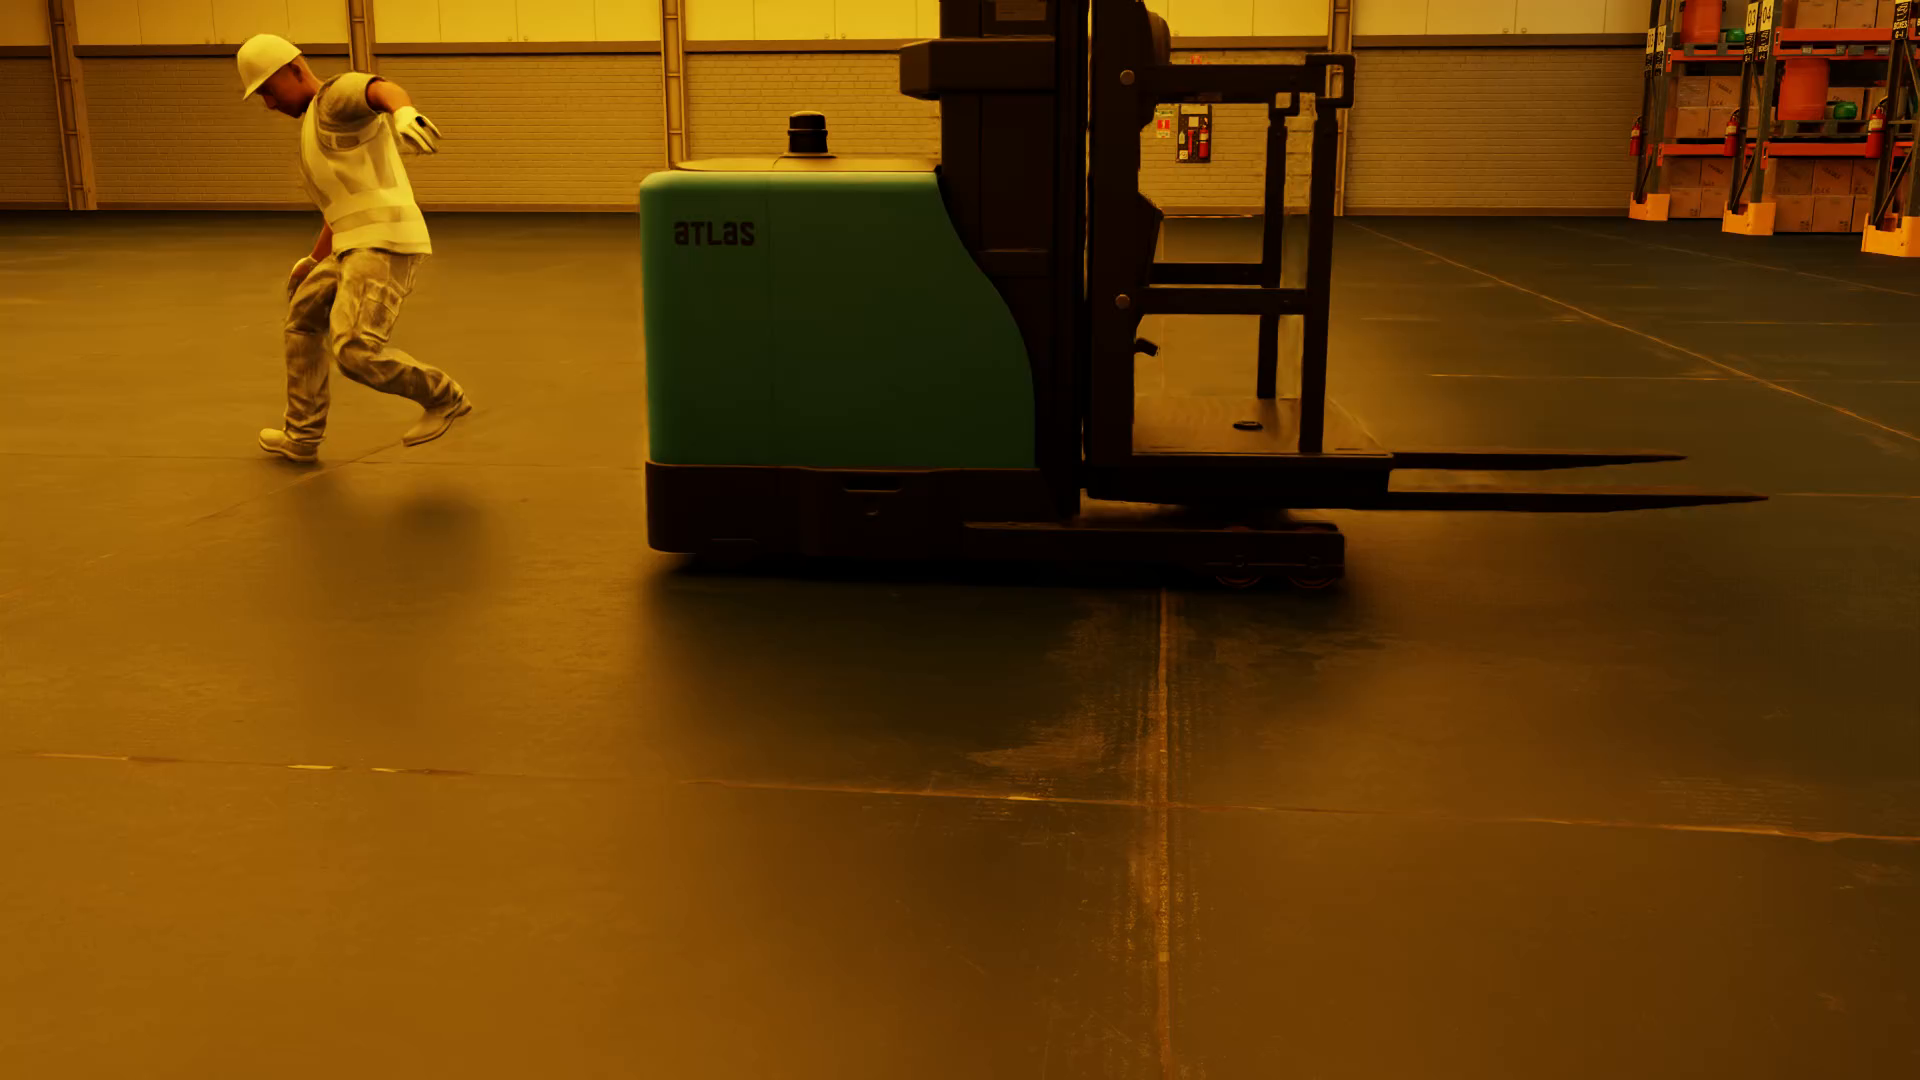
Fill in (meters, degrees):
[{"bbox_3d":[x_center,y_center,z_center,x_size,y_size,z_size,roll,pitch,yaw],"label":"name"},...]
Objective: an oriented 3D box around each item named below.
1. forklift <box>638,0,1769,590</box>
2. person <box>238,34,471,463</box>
[{"bbox_3d":[0.680,-1.421,4.588,3.031,2.935,1.130,1,13,3],"label":"forklift"},{"bbox_3d":[-2.143,-0.998,5.890,0.727,1.533,1.240,-6,14,-24],"label":"person"}]
